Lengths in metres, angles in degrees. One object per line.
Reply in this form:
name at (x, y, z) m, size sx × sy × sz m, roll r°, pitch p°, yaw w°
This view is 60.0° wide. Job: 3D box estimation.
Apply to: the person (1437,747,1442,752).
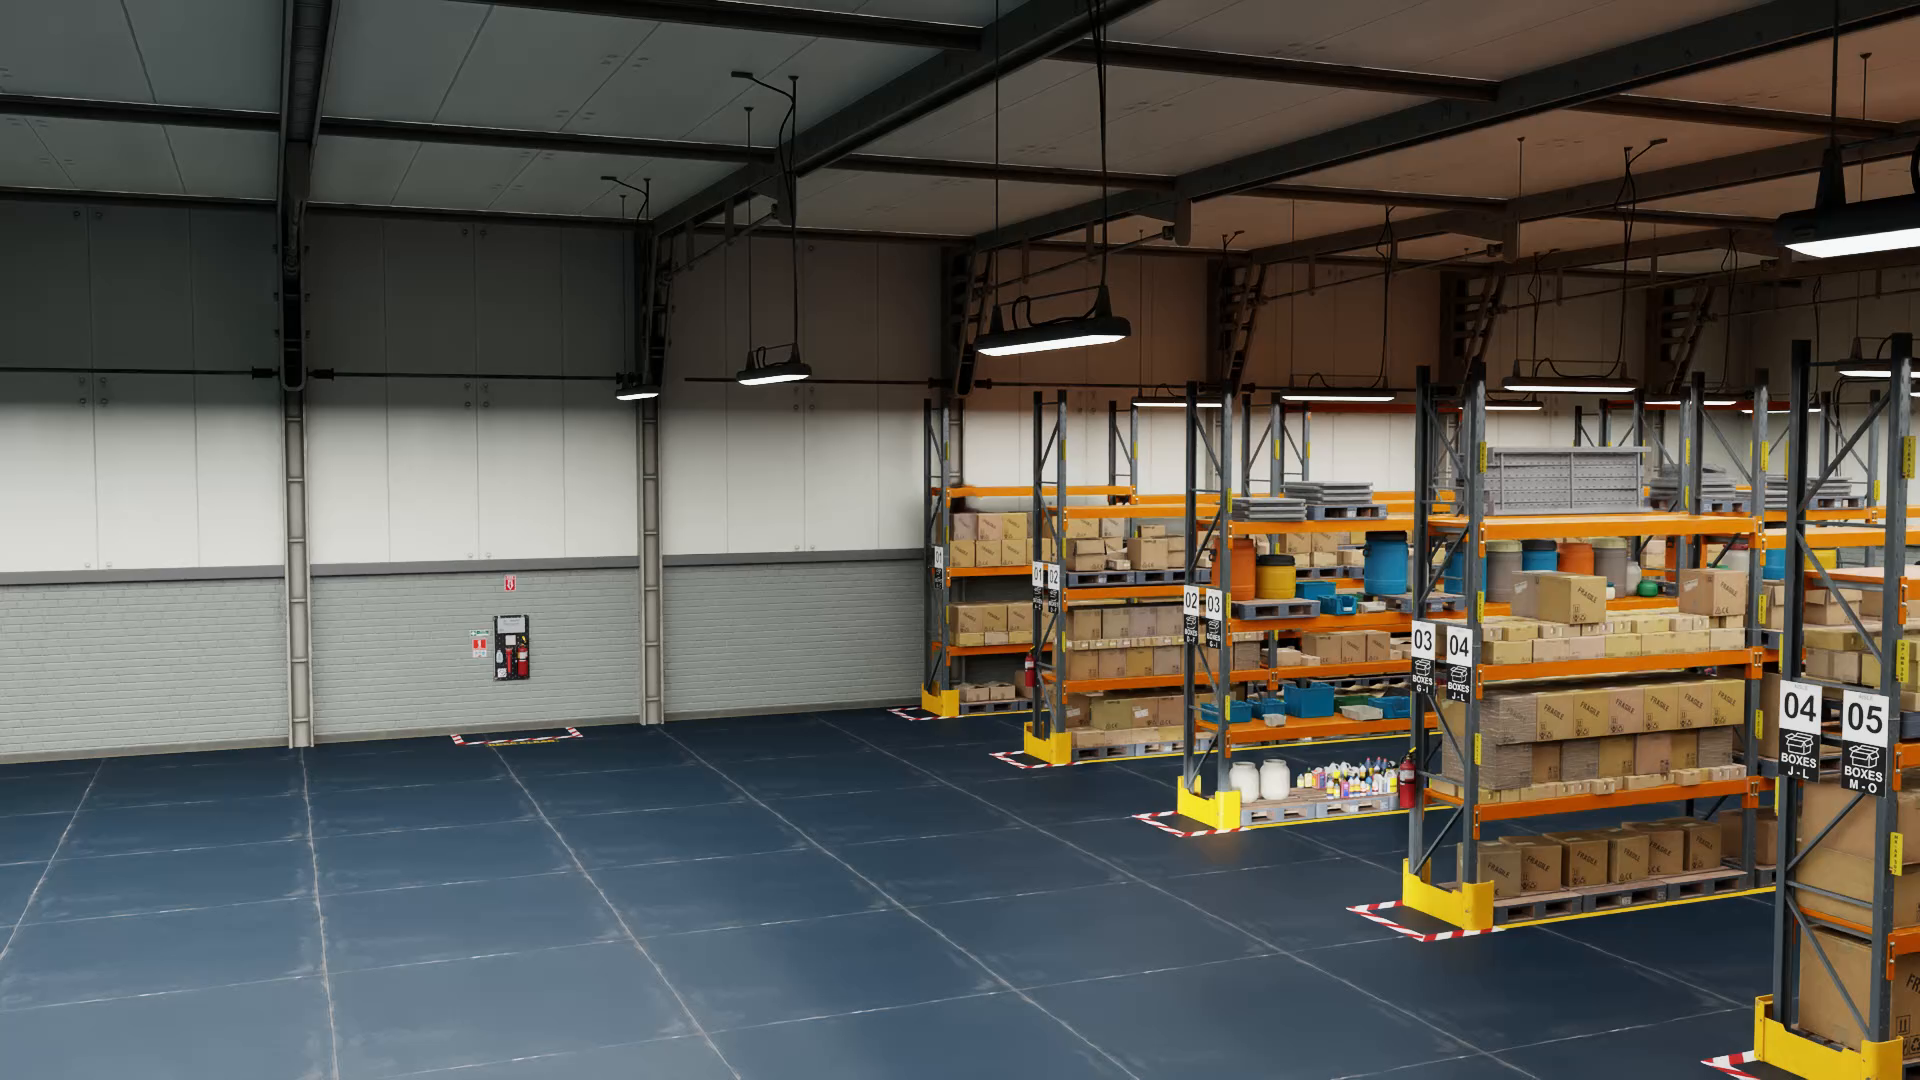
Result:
person at (8.245, 2.730, 27.921) m, size 0.637 × 1.640 × 0.615 m, roll -2°, pitch 4°, yaw -27°
